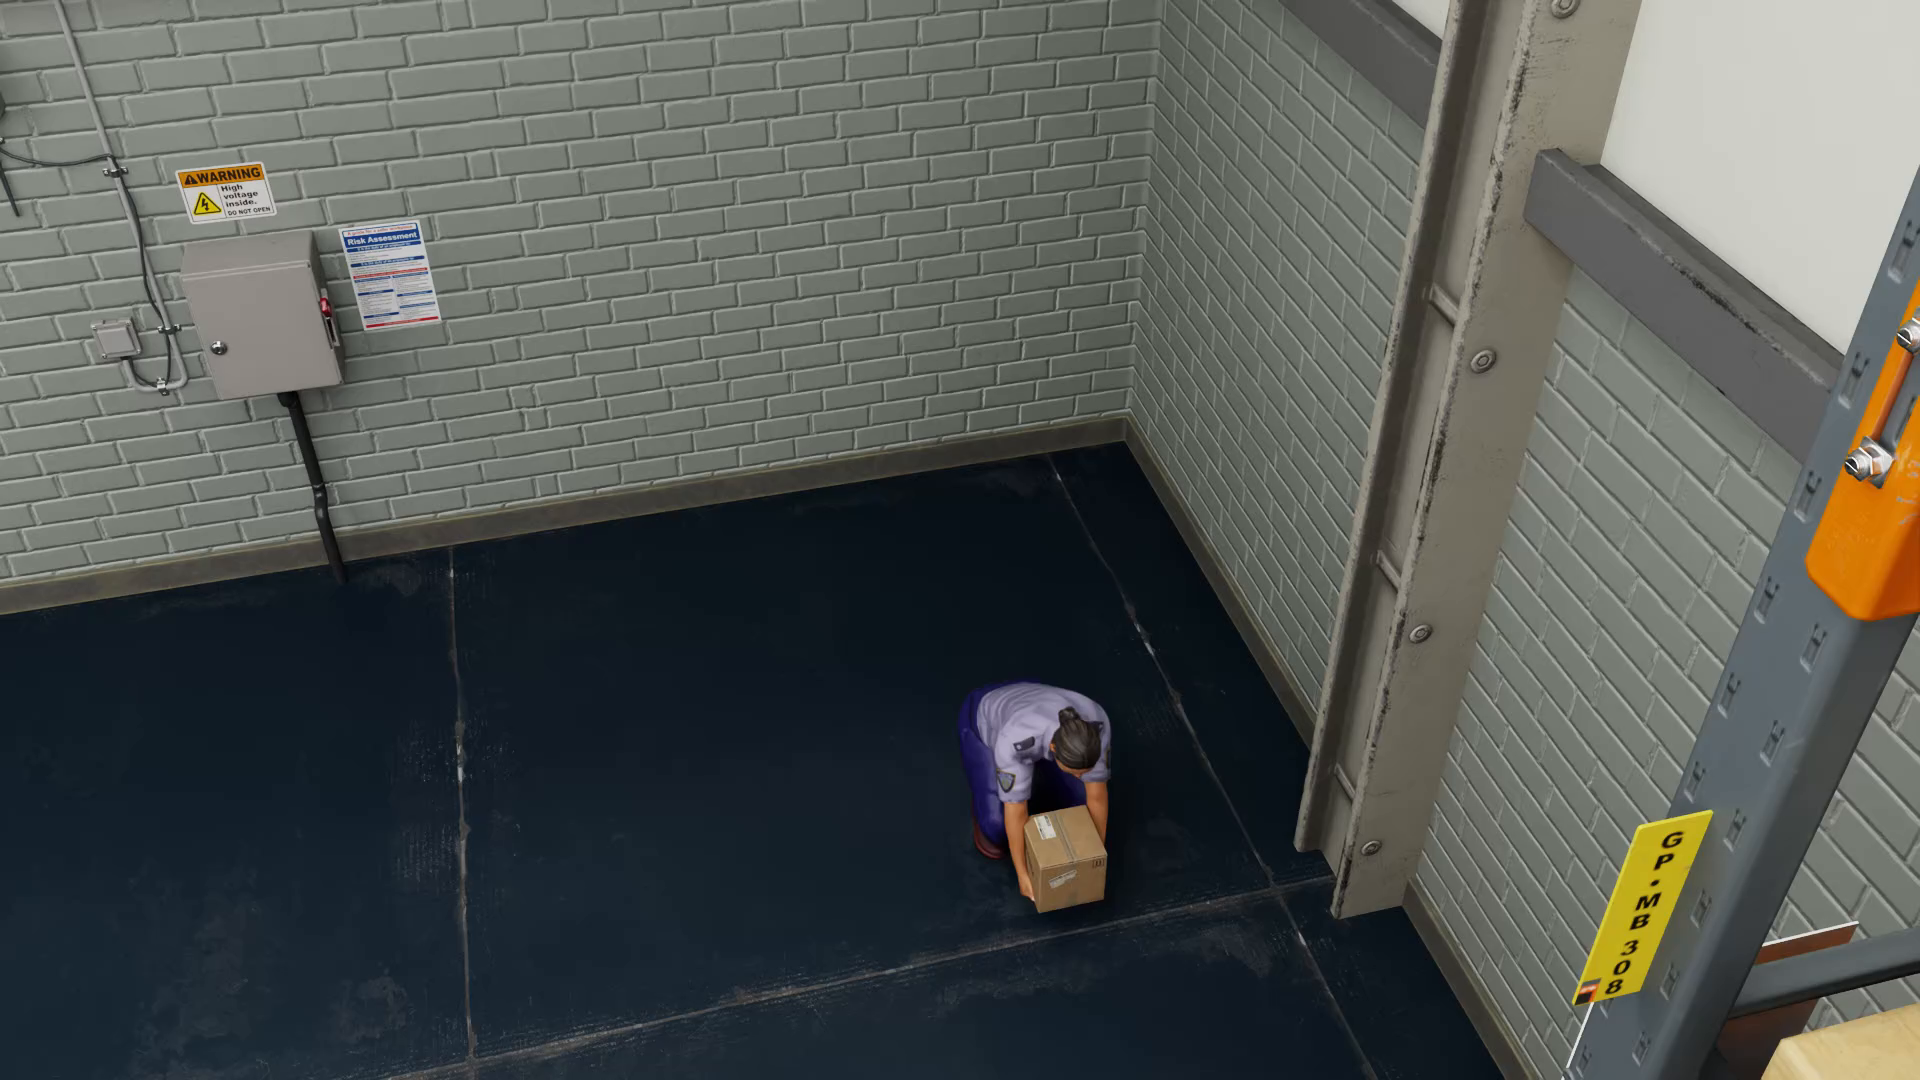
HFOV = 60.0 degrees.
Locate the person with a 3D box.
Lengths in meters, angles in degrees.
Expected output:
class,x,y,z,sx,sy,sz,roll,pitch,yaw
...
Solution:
class,x,y,z,sx,sy,sz,roll,pitch,yaw
person,0.291,0.853,6.229,0.508,0.943,0.848,-10,40,-13
